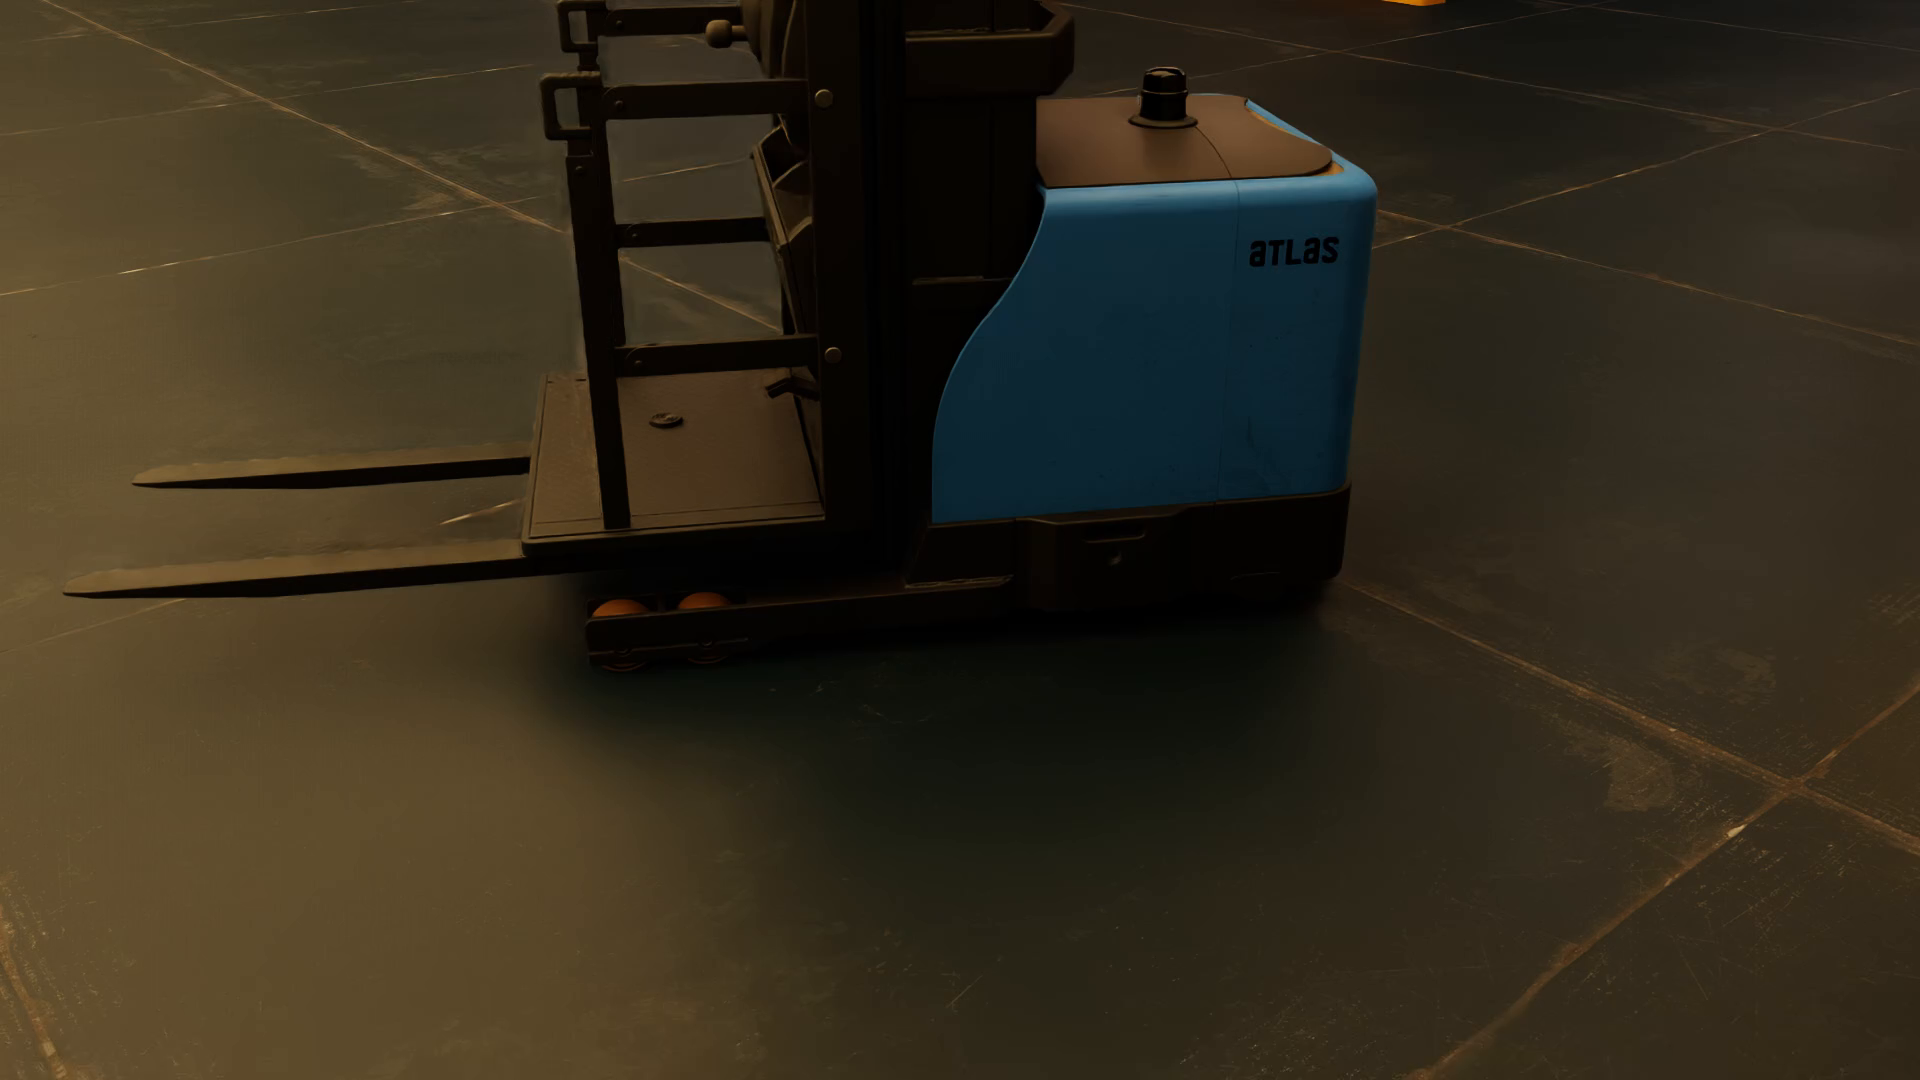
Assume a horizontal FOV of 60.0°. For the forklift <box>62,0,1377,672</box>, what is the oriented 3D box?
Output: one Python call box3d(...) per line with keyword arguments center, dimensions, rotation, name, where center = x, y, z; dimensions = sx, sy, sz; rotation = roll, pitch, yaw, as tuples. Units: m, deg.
box3d(center=(-0.602, -1.259, 3.742), dimensions=(3.031, 2.935, 1.130), rotation=(-5, 27, -9), name="forklift")
